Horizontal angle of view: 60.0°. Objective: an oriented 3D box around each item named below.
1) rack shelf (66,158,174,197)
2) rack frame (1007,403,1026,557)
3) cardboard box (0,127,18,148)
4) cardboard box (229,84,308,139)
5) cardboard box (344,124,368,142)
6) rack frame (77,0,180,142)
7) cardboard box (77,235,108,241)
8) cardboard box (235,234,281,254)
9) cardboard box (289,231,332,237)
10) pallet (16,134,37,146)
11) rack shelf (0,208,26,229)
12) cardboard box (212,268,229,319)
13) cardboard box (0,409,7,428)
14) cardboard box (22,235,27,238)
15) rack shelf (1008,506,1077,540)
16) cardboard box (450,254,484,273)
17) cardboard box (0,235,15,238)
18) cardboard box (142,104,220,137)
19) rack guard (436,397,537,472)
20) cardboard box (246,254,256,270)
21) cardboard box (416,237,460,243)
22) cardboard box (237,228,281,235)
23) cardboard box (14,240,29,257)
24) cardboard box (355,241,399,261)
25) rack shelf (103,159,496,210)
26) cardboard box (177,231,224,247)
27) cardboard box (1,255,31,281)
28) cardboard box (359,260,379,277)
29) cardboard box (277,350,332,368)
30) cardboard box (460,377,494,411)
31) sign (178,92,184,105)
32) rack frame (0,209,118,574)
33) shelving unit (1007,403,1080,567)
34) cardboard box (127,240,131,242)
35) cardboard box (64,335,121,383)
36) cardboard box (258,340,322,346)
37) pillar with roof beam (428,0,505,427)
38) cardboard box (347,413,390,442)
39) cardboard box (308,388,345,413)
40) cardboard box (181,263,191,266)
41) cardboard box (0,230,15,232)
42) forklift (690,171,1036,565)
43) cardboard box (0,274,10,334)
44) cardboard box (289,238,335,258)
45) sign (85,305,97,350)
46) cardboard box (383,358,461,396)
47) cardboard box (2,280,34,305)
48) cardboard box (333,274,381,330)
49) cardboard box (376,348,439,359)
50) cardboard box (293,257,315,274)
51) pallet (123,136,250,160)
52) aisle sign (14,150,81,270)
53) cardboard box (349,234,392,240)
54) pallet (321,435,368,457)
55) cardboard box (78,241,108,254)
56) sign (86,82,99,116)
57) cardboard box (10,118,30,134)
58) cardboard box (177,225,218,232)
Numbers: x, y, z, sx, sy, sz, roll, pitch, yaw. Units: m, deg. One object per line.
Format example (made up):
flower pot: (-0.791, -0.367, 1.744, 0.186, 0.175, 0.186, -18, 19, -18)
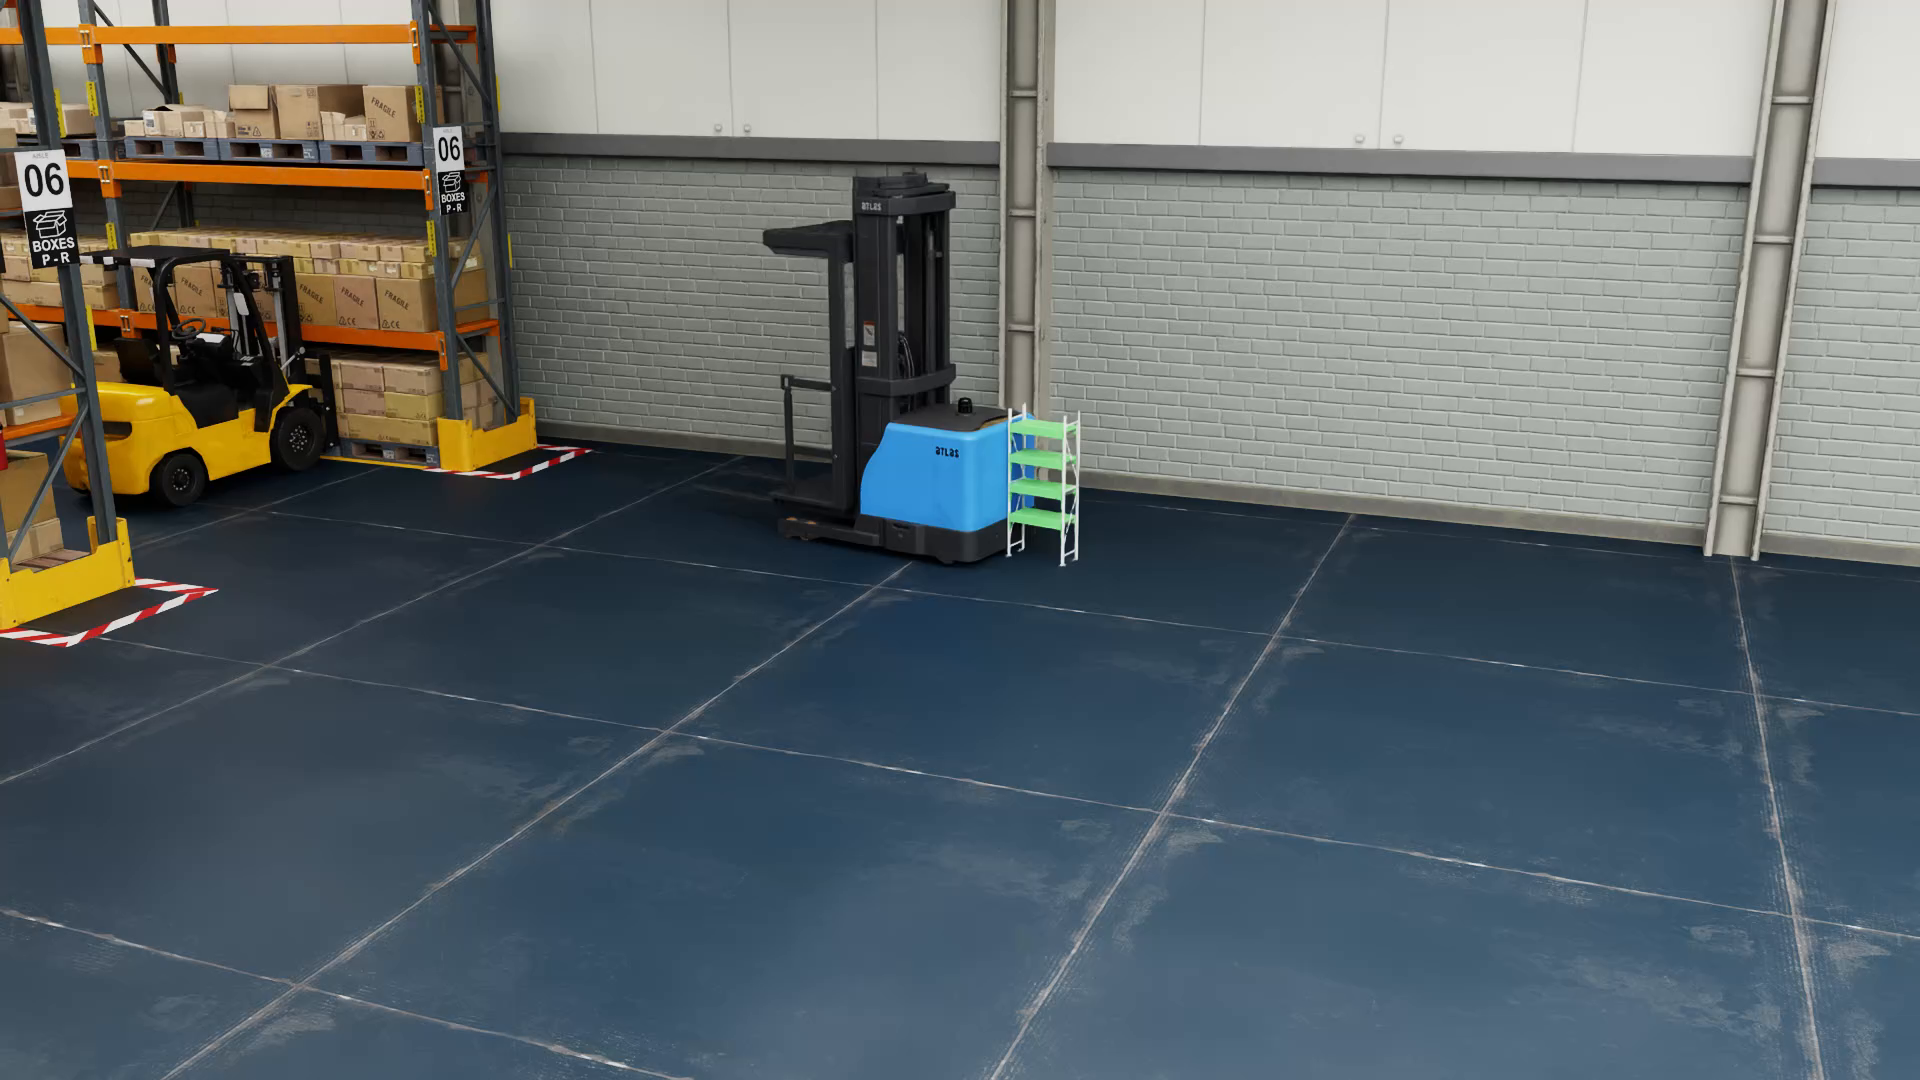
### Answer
rack shelf: (-10.260, -3.969, 17.874, 4.000, 0.370, 1.077, 6, 17, 21)
rack frame: (0.447, -0.468, 13.133, 0.015, 1.200, 0.240, 10, 19, 31)
cardboard box: (-6.752, -2.764, 11.455, 0.250, 0.149, 0.380, 6, 17, 20)
cardboard box: (-6.626, -4.182, 16.202, 0.637, 0.503, 0.797, 7, 18, 22)
cardboard box: (-5.561, -3.835, 15.643, 0.250, 0.149, 0.380, 6, 17, 19)
rack frame: (-8.399, -5.550, 16.651, 0.127, 3.000, 1.000, 6, 17, 21)
cardboard box: (-9.355, -3.208, 18.000, 0.250, 0.149, 0.380, 6, 17, 20)
cardboard box: (-6.984, -2.951, 16.581, 0.250, 0.149, 0.380, 6, 17, 20)
cardboard box: (-6.588, -3.044, 16.902, 0.250, 0.149, 0.380, 7, 18, 22)
pallet: (-10.415, -4.268, 17.954, 1.213, 0.211, 1.003, 7, 18, 23)
rack shelf: (-8.357, -2.272, 12.029, 4.000, 0.370, 1.077, 6, 17, 21)
cardboard box: (-7.120, -2.503, 16.738, 0.500, 0.500, 0.500, 6, 17, 20)
cardboard box: (-6.922, -0.834, 11.618, 0.250, 0.149, 0.380, 7, 18, 22)
cardboard box: (-10.049, -3.288, 18.277, 0.250, 0.149, 0.380, 6, 17, 21)
rack shelf: (0.652, -0.139, 13.091, 0.480, 0.148, 0.258, 10, 19, 31)
cardboard box: (-4.899, -2.721, 16.325, 0.250, 0.149, 0.380, 6, 17, 19)
cardboard box: (-10.450, -3.198, 17.966, 0.250, 0.149, 0.380, 6, 17, 21)
cardboard box: (-7.715, -4.168, 16.498, 0.500, 0.311, 0.500, 7, 17, 22)
rack guard: (-4.656, -1.057, 16.418, 0.348, 0.500, 1.175, 6, 17, 21)
cardboard box: (-7.019, -2.789, 16.559, 0.250, 0.149, 0.380, 6, 17, 19)
cardboard box: (-5.137, -2.895, 16.391, 0.250, 0.149, 0.380, 7, 18, 23)
cardboard box: (-7.266, -3.148, 17.260, 0.250, 0.149, 0.380, 6, 17, 20)
cardboard box: (-9.768, -3.102, 17.635, 0.250, 0.149, 0.380, 6, 17, 19)
cardboard box: (-5.583, -2.781, 15.997, 0.250, 0.149, 0.380, 7, 17, 22)
rack shelf: (-6.539, -3.560, 16.465, 4.000, 0.370, 1.077, 6, 17, 21)
cardboard box: (-7.695, -3.035, 16.871, 0.250, 0.149, 0.380, 6, 17, 20)
cardboard box: (-9.905, -2.926, 17.743, 0.500, 0.250, 0.500, 7, 17, 22)
cardboard box: (-5.571, -2.643, 16.055, 0.250, 0.149, 0.380, 7, 17, 22)
cardboard box: (-6.640, -1.741, 16.676, 0.500, 0.250, 0.500, 6, 17, 20)
cardboard box: (-5.040, -1.483, 16.684, 0.500, 0.250, 0.500, 7, 17, 22)
sign: (-8.197, -4.540, 17.482, 0.005, 0.325, 0.100, 6, 17, 21)
rack frame: (-6.496, -0.972, 11.642, 0.127, 3.000, 1.000, 6, 17, 21)
shelving unit: (0.652, -0.431, 13.006, 0.503, 1.200, 0.258, 10, 19, 31)
cardboard box: (-8.648, -3.120, 17.698, 0.250, 0.149, 0.380, 6, 17, 19)
cardboard box: (-9.608, -1.862, 18.214, 0.625, 0.625, 0.875, 6, 17, 20)
cardboard box: (-6.928, -1.927, 17.317, 0.500, 0.250, 0.500, 6, 17, 21)
pillar with roof beam: (-6.575, -4.329, 12.446, 0.400, 9.000, 9.100, 6, 17, 21)
cardboard box: (-5.690, -1.161, 16.470, 0.500, 0.250, 0.500, 6, 17, 21)
cardboard box: (-6.196, -1.451, 16.575, 0.500, 0.250, 0.500, 6, 17, 19)
cardboard box: (-7.705, -2.882, 16.879, 0.250, 0.149, 0.380, 6, 17, 21)
cardboard box: (-10.772, -3.363, 18.535, 0.250, 0.149, 0.380, 6, 17, 20)
forklift: (-0.898, -1.508, 13.611, 3.031, 2.935, 1.130, 10, 19, 31)
cardboard box: (-7.051, -1.639, 11.432, 0.500, 0.500, 0.700, 6, 17, 19)
cardboard box: (-6.313, -2.849, 16.230, 0.250, 0.149, 0.380, 7, 17, 22)
sign: (-6.297, -1.529, 12.006, 0.005, 0.325, 0.100, 6, 17, 21)
cardboard box: (-5.221, -1.587, 16.147, 0.500, 0.250, 0.500, 7, 18, 22)
cardboard box: (-9.885, -2.689, 17.827, 0.500, 0.250, 0.500, 6, 17, 21)
cardboard box: (-5.712, -2.346, 16.194, 0.500, 0.500, 0.500, 7, 18, 22)
cardboard box: (-5.522, -1.770, 16.774, 0.500, 0.250, 0.500, 6, 17, 21)
cardboard box: (-6.306, -2.707, 16.275, 0.250, 0.149, 0.380, 6, 17, 21)
pallet: (-7.596, -3.987, 16.804, 1.213, 0.211, 1.003, 6, 17, 21)
aisle sign: (-6.325, -2.295, 11.535, 0.004, 0.787, 0.394, 6, 17, 21)
cardboard box: (-5.873, -2.961, 16.615, 0.250, 0.149, 0.380, 7, 18, 22)
pallet: (-6.536, -1.113, 17.130, 1.213, 0.211, 1.003, 6, 17, 21)
cardboard box: (-9.045, -3.028, 17.380, 0.250, 0.149, 0.380, 6, 17, 20)
sign: (-8.589, -4.367, 16.465, 0.005, 0.325, 0.100, 6, 17, 21)
cardboard box: (-9.534, -4.272, 17.148, 0.250, 0.149, 0.380, 6, 17, 20)
cardboard box: (-7.991, -3.217, 17.499, 0.250, 0.149, 0.380, 6, 17, 21)
